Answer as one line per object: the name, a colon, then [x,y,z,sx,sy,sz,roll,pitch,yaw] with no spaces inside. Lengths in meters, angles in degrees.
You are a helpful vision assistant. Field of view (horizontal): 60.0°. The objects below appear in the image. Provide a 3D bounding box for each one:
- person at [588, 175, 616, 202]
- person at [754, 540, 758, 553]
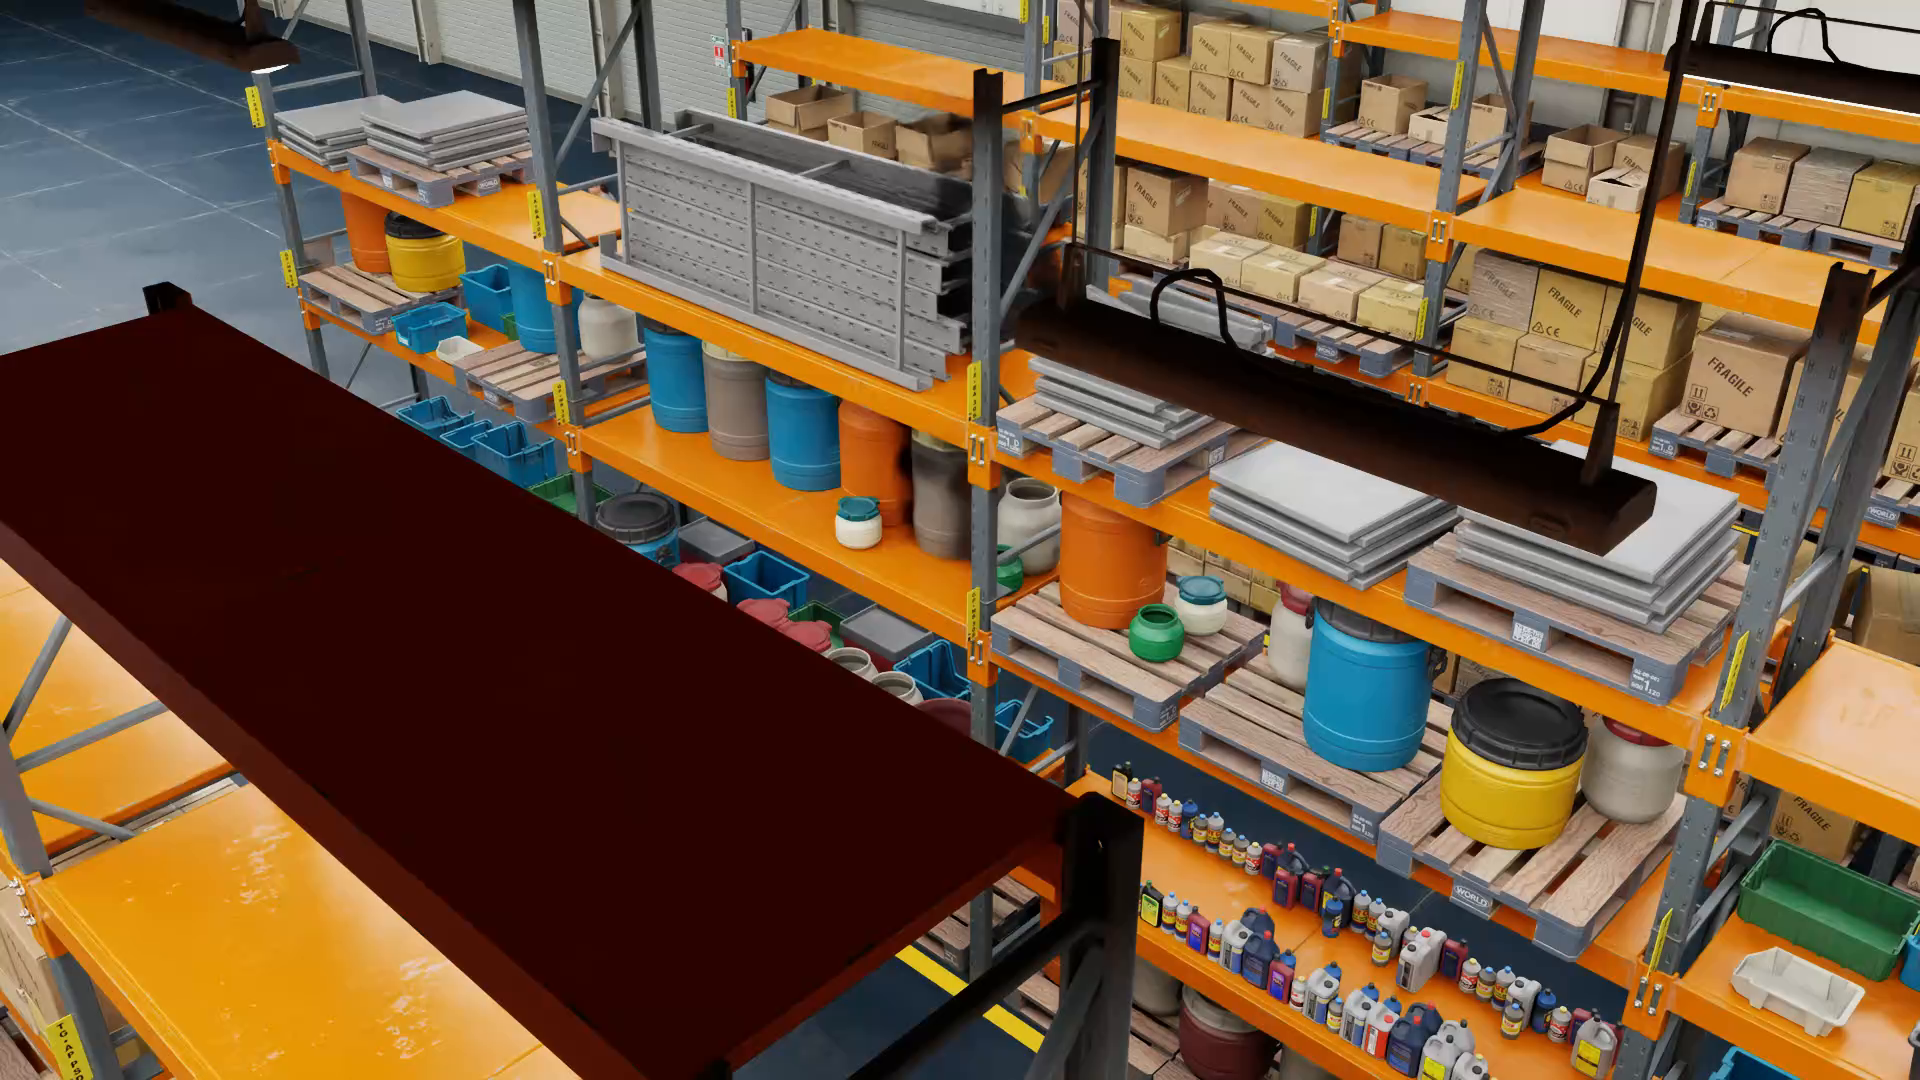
person: [-4.485,-3.893,21.472,0.905,1.703,0.587,-14,32,-23]
person: [-2.022,-0.027,14.651,0.603,1.597,0.562,-24,37,-36]
